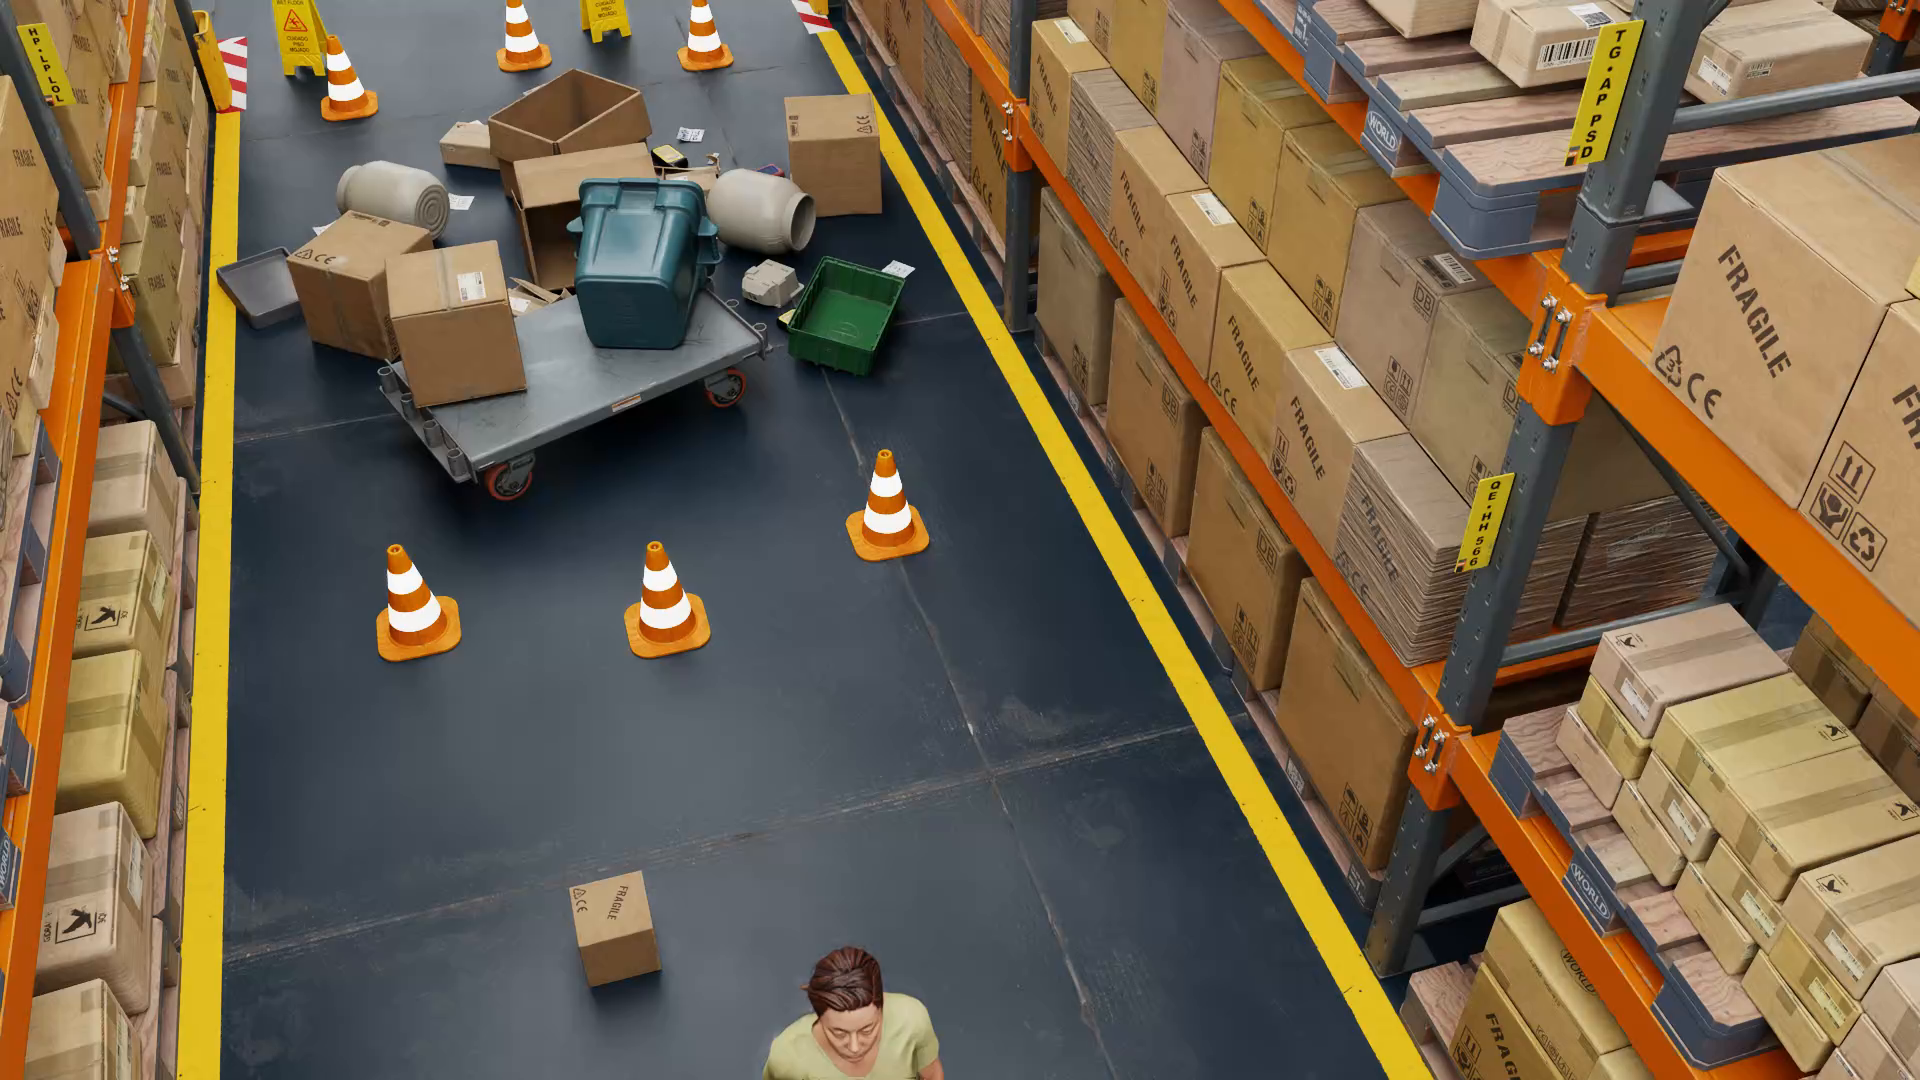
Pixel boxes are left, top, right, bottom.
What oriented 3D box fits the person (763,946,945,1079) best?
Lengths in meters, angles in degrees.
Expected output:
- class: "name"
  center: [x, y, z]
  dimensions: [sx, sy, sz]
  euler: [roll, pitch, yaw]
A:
- class: "person"
  center: [-0.271, 1.568, 4.443]
  dimensions: [0.453, 1.630, 0.960]
  euler: [-16, 45, -17]
